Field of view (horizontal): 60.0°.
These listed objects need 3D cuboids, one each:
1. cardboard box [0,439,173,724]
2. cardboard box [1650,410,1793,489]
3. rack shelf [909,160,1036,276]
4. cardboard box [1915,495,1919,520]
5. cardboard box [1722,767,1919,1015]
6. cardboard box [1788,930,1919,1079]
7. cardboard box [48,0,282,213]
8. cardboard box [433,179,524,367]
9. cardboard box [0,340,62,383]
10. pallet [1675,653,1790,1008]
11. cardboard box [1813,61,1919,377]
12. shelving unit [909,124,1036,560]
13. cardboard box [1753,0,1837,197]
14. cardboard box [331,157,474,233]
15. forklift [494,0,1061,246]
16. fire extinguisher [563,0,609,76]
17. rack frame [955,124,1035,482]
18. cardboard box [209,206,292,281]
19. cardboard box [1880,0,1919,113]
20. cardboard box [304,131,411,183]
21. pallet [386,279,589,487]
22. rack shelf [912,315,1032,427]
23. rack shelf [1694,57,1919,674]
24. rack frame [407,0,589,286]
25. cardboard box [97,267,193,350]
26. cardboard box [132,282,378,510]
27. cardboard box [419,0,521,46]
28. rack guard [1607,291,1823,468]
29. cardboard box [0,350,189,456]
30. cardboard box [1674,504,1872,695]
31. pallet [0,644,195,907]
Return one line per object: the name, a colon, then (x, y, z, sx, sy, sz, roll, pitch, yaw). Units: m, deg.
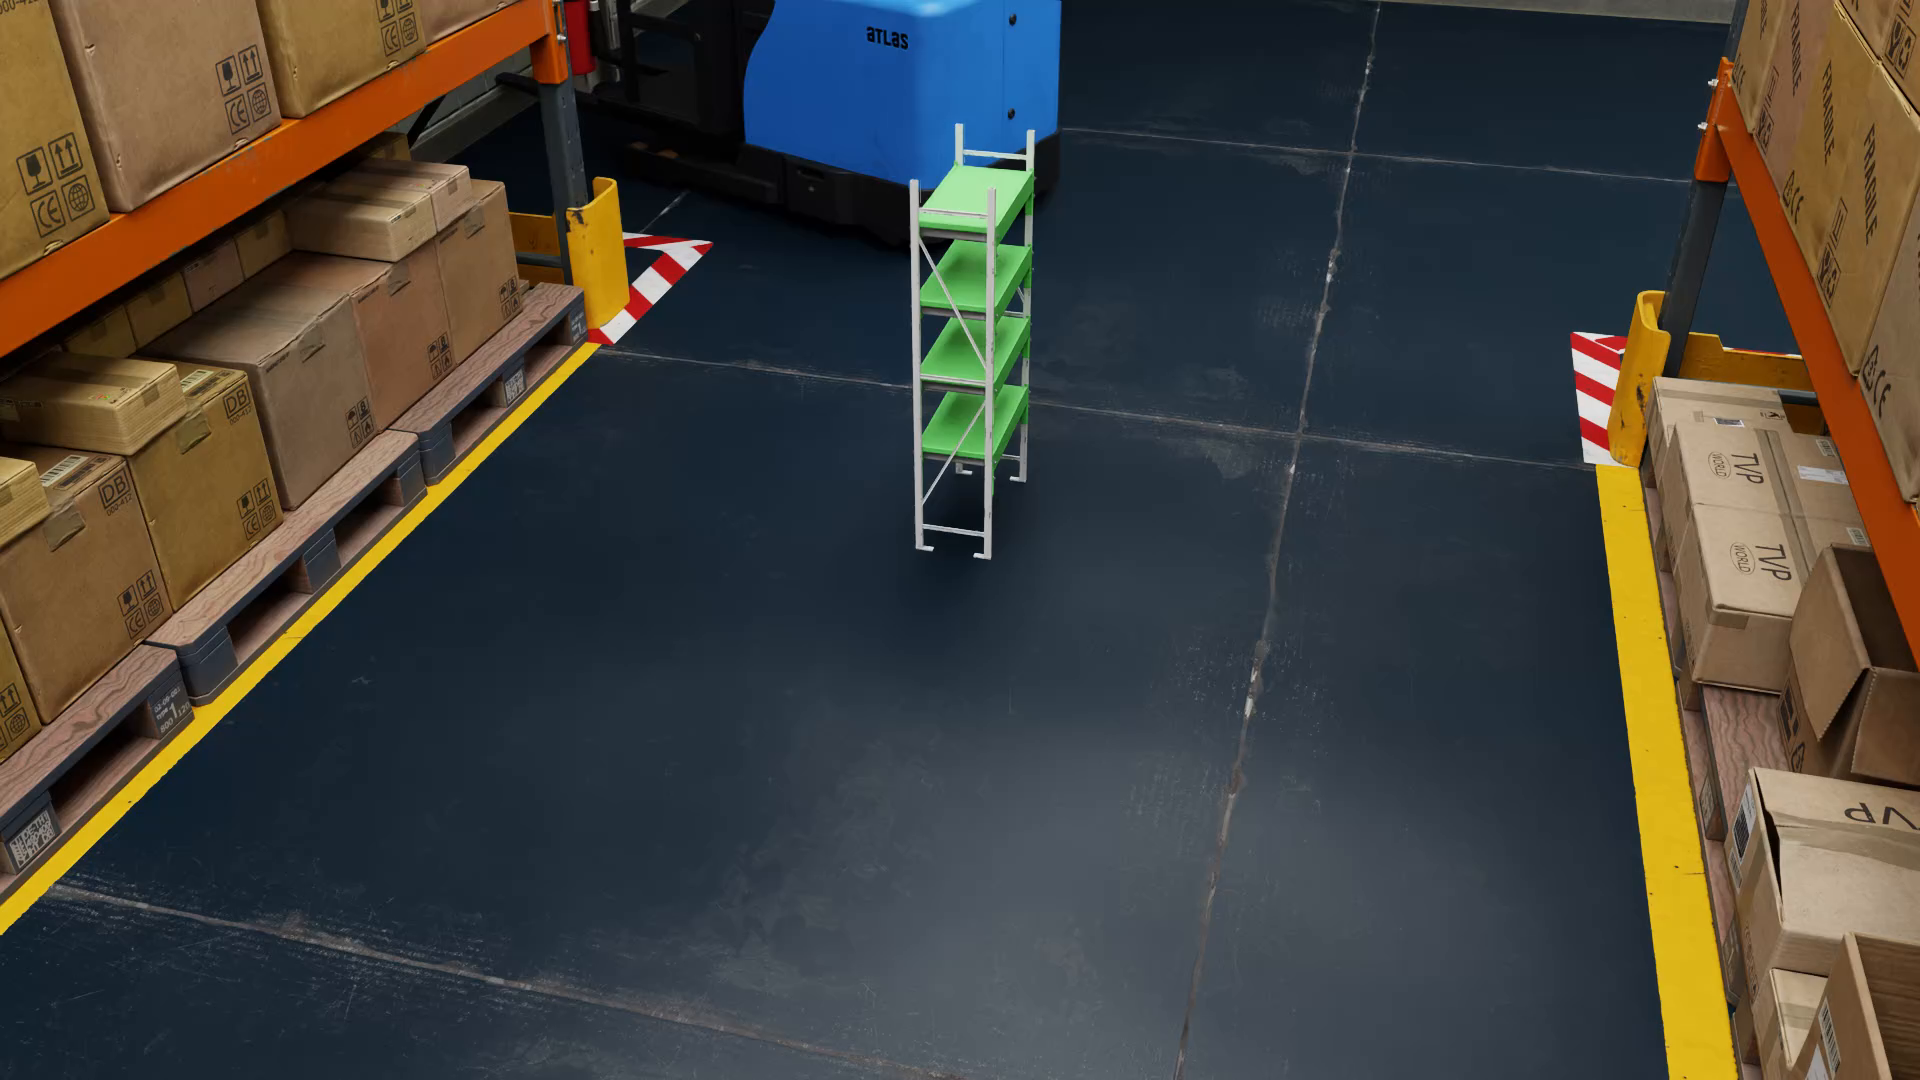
cardboard box: (-2.542, 0.076, 4.273, 0.700, 0.500, 0.500, 8, 33, 12)
cardboard box: (2.344, -0.260, 5.094, 0.380, 0.166, 0.250, 8, 33, 12)
rack shelf: (0.042, -0.943, 4.840, 0.258, 0.148, 0.480, 8, 33, 12)
cardboard box: (1.839, -0.099, 2.517, 0.500, 0.500, 0.500, 9, 34, 14)
cardboard box: (1.891, 0.731, 3.401, 0.500, 0.311, 0.500, 8, 33, 12)
cardboard box: (1.701, 1.040, 2.738, 0.500, 0.500, 0.500, 8, 33, 12)
cardboard box: (-2.443, -1.330, 4.267, 0.980, 0.700, 0.700, 6, 33, 10)
cardboard box: (-2.028, -0.988, 5.947, 0.700, 0.500, 0.500, 8, 33, 12)
cardboard box: (-2.639, -0.431, 4.466, 0.380, 0.149, 0.250, 8, 33, 13)
pallet: (2.313, 0.691, 3.967, 1.003, 0.211, 1.213, 8, 33, 12)
cardboard box: (2.094, -0.631, 3.353, 0.500, 0.500, 0.500, 8, 33, 13)
shelving unit: (0.042, -0.592, 5.063, 0.258, 1.200, 0.503, 8, 33, 12)
cardboard box: (2.352, -1.150, 4.170, 0.500, 0.500, 0.500, 8, 33, 12)
cardboard box: (-1.884, -1.171, 5.630, 0.380, 0.149, 0.250, 8, 33, 12)
forklift: (-1.029, -3.124, 7.432, 3.031, 2.935, 1.130, 21, 38, 30)
fire extinguisher: (-1.462, -2.068, 6.127, 0.296, 0.674, 0.183, 8, 33, 12)
rack frame: (0.104, -0.719, 5.262, 0.240, 1.200, 0.015, 8, 33, 12)
cardboard box: (-2.381, -0.962, 5.300, 0.380, 0.149, 0.250, 8, 33, 13)
cardboard box: (2.093, -1.045, 3.073, 0.500, 0.500, 0.500, 8, 33, 12)
cardboard box: (-2.189, -1.354, 5.918, 0.380, 0.149, 0.250, 8, 33, 13)
pallet: (-2.074, -0.641, 6.061, 1.003, 0.211, 1.213, 8, 33, 12)
rack shelf: (0.042, -0.538, 5.097, 0.258, 0.148, 0.480, 8, 33, 12)
rack shelf: (2.338, -0.229, 3.485, 1.077, 0.370, 4.000, 8, 33, 12)
rack frame: (-1.947, -2.243, 5.982, 1.000, 3.000, 0.127, 8, 33, 12)
cardboard box: (-2.509, -0.696, 4.883, 0.380, 0.149, 0.250, 8, 33, 13)
cardboard box: (-2.282, -0.468, 5.128, 0.700, 0.500, 0.500, 7, 33, 11)
cardboard box: (-2.067, -2.104, 5.483, 0.980, 0.700, 0.700, 10, 34, 15)
rack guard: (2.826, -0.476, 5.533, 1.175, 0.500, 0.348, 8, 33, 12)
cardboard box: (-2.277, -0.361, 4.356, 0.380, 0.149, 0.250, 7, 33, 11)
cardboard box: (2.180, 0.167, 4.345, 0.500, 0.250, 0.500, 8, 33, 12)
pallet: (-2.693, 0.626, 4.069, 1.003, 0.211, 1.213, 8, 33, 12)
